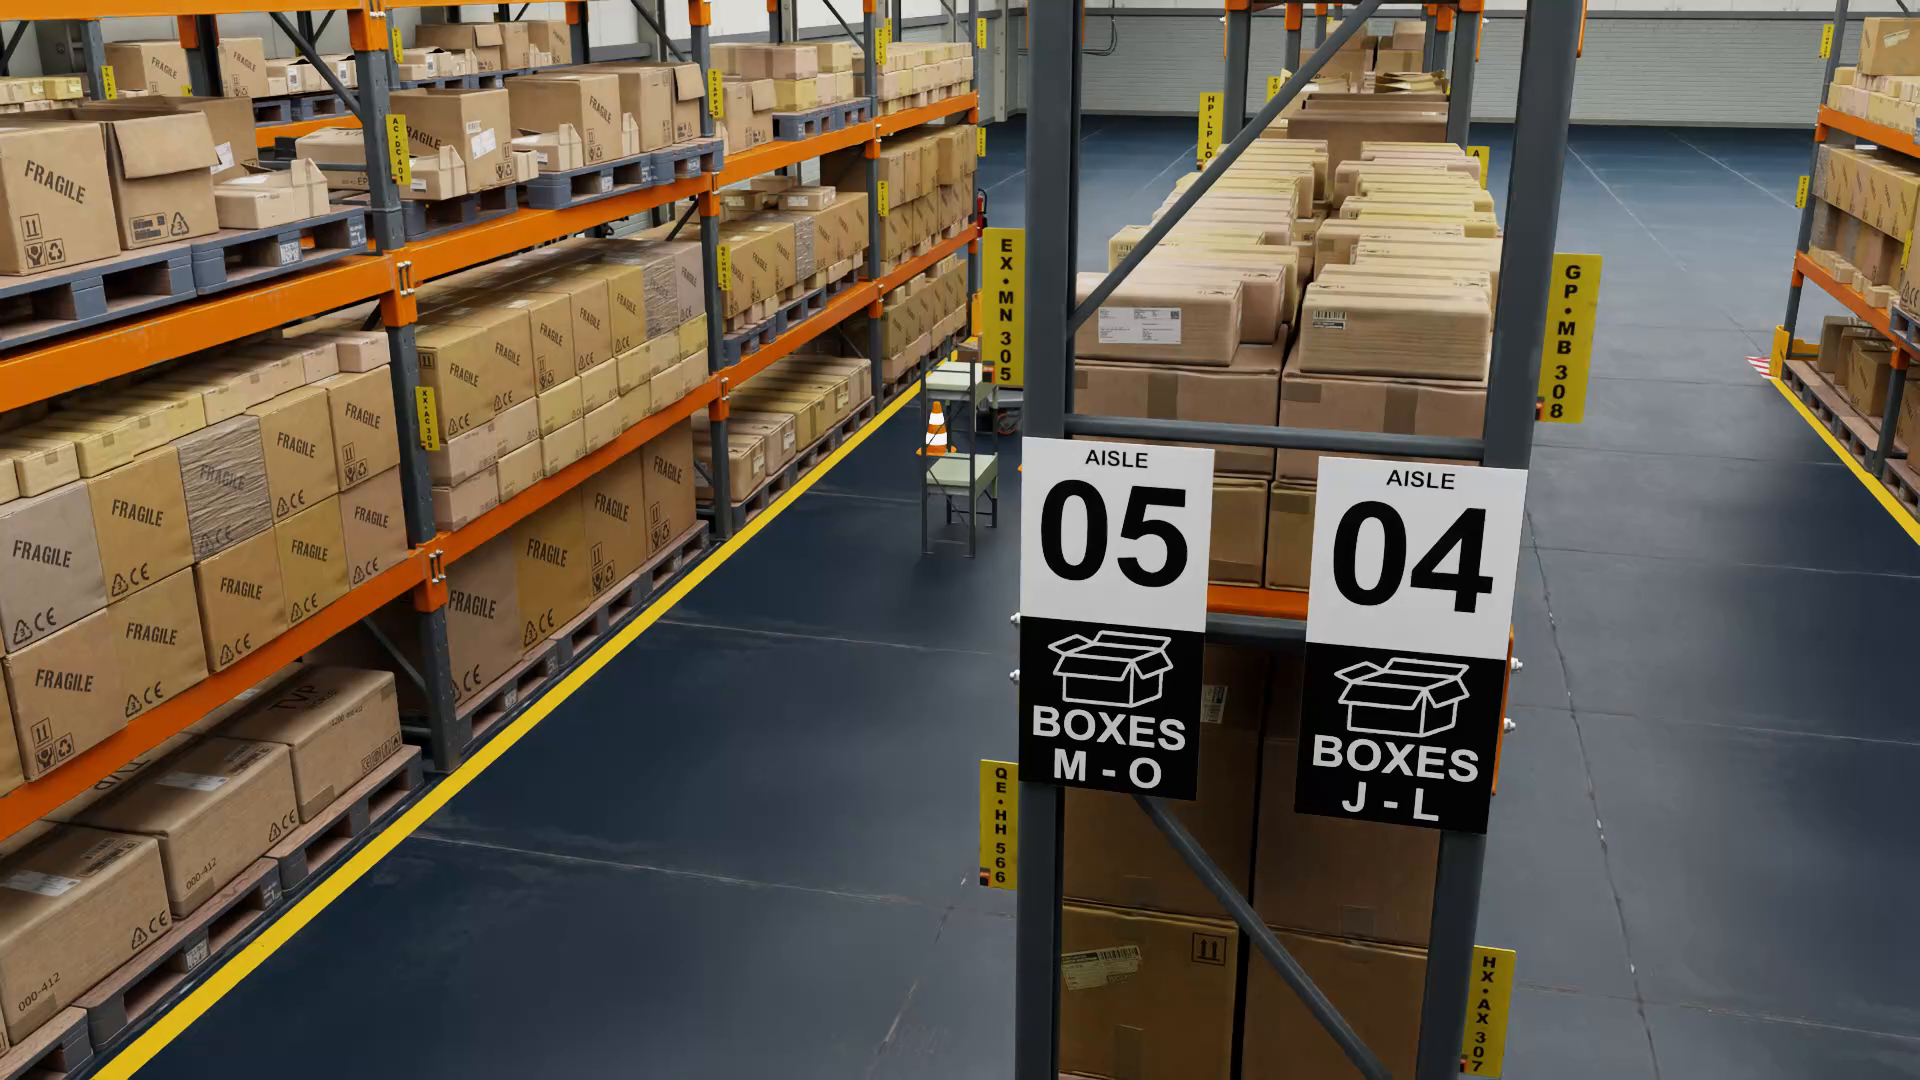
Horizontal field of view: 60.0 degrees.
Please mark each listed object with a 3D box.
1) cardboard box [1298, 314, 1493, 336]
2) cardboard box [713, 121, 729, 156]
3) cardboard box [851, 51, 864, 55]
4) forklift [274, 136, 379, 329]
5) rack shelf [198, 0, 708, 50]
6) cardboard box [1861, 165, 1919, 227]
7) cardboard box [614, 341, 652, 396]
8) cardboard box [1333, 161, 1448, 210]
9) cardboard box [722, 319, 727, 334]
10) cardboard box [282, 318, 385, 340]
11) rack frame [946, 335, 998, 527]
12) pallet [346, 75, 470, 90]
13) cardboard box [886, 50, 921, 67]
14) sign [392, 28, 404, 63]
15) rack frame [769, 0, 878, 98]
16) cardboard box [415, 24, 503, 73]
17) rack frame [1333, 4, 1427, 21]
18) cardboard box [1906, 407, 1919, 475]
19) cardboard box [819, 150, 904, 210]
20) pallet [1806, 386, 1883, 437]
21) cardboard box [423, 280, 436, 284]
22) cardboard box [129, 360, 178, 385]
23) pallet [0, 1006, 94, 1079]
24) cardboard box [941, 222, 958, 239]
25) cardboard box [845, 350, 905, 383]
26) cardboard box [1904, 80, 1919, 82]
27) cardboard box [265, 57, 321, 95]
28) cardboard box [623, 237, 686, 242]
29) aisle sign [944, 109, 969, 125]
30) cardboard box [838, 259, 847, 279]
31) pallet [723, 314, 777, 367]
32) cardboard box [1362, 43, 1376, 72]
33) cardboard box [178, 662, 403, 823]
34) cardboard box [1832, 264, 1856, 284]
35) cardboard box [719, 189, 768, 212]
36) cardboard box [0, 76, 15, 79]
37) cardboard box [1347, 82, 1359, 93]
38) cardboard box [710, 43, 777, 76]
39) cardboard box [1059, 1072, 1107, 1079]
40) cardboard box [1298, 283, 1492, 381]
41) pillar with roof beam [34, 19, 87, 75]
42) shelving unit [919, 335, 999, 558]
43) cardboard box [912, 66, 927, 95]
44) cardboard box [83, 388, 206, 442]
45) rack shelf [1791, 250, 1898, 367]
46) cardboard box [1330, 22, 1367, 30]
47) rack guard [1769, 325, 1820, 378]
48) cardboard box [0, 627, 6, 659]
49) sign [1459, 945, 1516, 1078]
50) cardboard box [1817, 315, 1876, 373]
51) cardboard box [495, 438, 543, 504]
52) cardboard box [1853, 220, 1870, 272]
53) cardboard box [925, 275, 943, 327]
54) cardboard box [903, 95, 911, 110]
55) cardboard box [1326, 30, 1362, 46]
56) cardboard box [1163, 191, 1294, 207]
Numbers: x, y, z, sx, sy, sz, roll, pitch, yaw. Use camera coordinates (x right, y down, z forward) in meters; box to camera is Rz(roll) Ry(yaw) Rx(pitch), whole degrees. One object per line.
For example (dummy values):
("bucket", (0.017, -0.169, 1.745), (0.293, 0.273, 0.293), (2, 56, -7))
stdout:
("cardboard box", (1.114, -0.459, 4.208), (0.500, 0.250, 0.500), (4, 19, 13))
("cardboard box", (-1.937, -2.981, 12.341), (0.396, 0.266, 0.258), (5, 19, 13))
("cardboard box", (-1.159, -4.836, 16.719), (0.380, 0.149, 0.250), (4, 19, 12))
("forklift", (-5.264, -1.782, 13.369), (3.031, 2.935, 1.130), (9, 21, 24))
("rack shelf", (-2.730, -3.142, 9.696), (1.077, 0.370, 4.000), (5, 19, 13))
("cardboard box", (8.432, -3.068, 14.868), (0.500, 0.500, 0.500), (5, 19, 13))
("cardboard box", (-2.341, -1.130, 10.815), (0.500, 0.250, 0.500), (4, 19, 12))
("cardboard box", (1.542, -1.264, 5.949), (0.380, 0.149, 0.250), (5, 20, 15))
("cardboard box", (-1.982, -1.627, 12.548), (0.380, 0.149, 0.250), (4, 19, 10))
("cardboard box", (-3.353, -0.886, 8.940), (0.500, 0.500, 0.500), (5, 20, 15))
("rack frame", (0.091, -0.827, 12.787), (0.400, 1.500, 0.023), (5, 19, 13))
("pallet", (-5.895, -4.751, 17.453), (1.003, 0.211, 1.213), (5, 19, 13))
("cardboard box", (-0.606, -4.877, 16.839), (0.380, 0.149, 0.250), (4, 19, 13))
("sign", (-5.550, -4.878, 16.399), (0.100, 0.325, 0.005), (5, 19, 13))
("rack frame", (-1.264, -5.552, 15.021), (1.000, 3.000, 0.127), (5, 19, 13))
("cardboard box", (-5.500, -5.421, 18.313), (0.797, 0.503, 0.637), (5, 20, 15))
("rack frame", (4.538, -6.447, 17.640), (1.000, 3.000, 0.127), (5, 19, 13))
("cardboard box", (8.174, -0.765, 13.474), (0.700, 0.500, 0.500), (3, 19, 9))
("cardboard box", (-0.947, -3.495, 16.119), (0.700, 0.500, 0.500), (4, 19, 13))
("pallet", (8.771, -1.208, 15.898), (1.003, 0.211, 1.213), (5, 19, 13))
("cardboard box", (-5.656, -2.602, 17.722), (0.500, 0.250, 0.500), (4, 19, 13))
("cardboard box", (-3.737, -0.717, 7.440), (0.380, 0.149, 0.250), (5, 19, 13))
("pallet", (-4.077, 2.111, 6.182), (1.003, 0.211, 1.213), (5, 19, 13))
("cardboard box", (-0.242, -3.464, 18.578), (0.380, 0.149, 0.250), (5, 19, 14))
("cardboard box", (-0.858, -1.775, 16.847), (0.500, 0.250, 0.500), (4, 19, 11))
("cardboard box", (8.453, -3.918, 14.493), (0.380, 0.149, 0.250), (5, 20, 15))
("cardboard box", (-6.207, -4.241, 15.156), (0.500, 0.311, 0.500), (4, 19, 12))
("cardboard box", (-2.400, -2.011, 12.670), (0.500, 0.500, 0.500), (4, 19, 12))
("aisle sign", (0.009, -5.194, 19.231), (0.394, 0.787, 0.004), (5, 19, 13))
("cardboard box", (-1.232, -2.445, 14.945), (0.380, 0.149, 0.250), (4, 19, 12))
("pallet", (-2.171, -1.601, 13.030), (1.213, 0.211, 1.003), (5, 19, 13))
("cardboard box", (3.680, -4.579, 15.780), (0.500, 0.250, 0.500), (4, 19, 13))
("cardboard box", (-3.476, 0.996, 8.445), (0.875, 0.438, 0.875), (4, 19, 13))
("cardboard box", (8.561, -2.533, 15.850), (0.380, 0.149, 0.250), (5, 19, 13))
("cardboard box", (-1.888, -2.939, 14.384), (0.380, 0.149, 0.250), (6, 20, 16))
("cardboard box", (-7.414, -3.435, 12.618), (0.380, 0.149, 0.250), (4, 19, 11))
("cardboard box", (2.548, -3.075, 11.743), (0.500, 0.311, 0.500), (5, 19, 13))
("cardboard box", (-1.908, -4.189, 14.479), (0.500, 0.250, 0.500), (4, 19, 12))
("cardboard box", (0.434, 1.401, 4.333), (0.380, 0.149, 0.250), (5, 19, 13))
("cardboard box", (0.928, -0.450, 3.566), (0.380, 0.149, 0.250), (4, 19, 13))
("pillar with roof beam", (-3.437, -4.829, 12.904), (9.100, 9.000, 0.400), (5, 19, 13))
("shelving unit", (0.002, -0.712, 12.451), (0.431, 1.500, 0.755), (5, 19, 13))
("cardboard box", (-0.639, -4.637, 16.755), (0.500, 0.250, 0.500), (5, 19, 14))
("cardboard box", (-3.359, -0.516, 6.853), (0.380, 0.149, 0.250), (4, 19, 12))
("rack shelf", (8.834, -2.217, 15.651), (1.077, 0.370, 4.000), (5, 19, 13))
("cardboard box", (4.023, -5.294, 17.255), (0.380, 0.149, 0.250), (4, 19, 13))
("rack guard", (9.304, -1.978, 17.705), (1.175, 0.500, 0.348), (5, 19, 13))
("cardboard box", (-3.683, 0.237, 5.652), (0.500, 0.500, 0.500), (4, 19, 12))
("sign", (1.155, 1.040, 3.662), (0.100, 0.325, 0.005), (5, 19, 13))
("cardboard box", (9.154, -2.006, 17.137), (0.500, 0.500, 0.500), (9, 21, 23))
("cardboard box", (-2.730, -0.414, 9.492), (0.500, 0.250, 0.500), (4, 19, 12))
("cardboard box", (8.858, -2.727, 15.416), (0.875, 0.500, 0.500), (5, 19, 13))
("cardboard box", (-0.484, -2.626, 18.180), (0.500, 0.500, 0.500), (4, 19, 12))
("cardboard box", (-0.703, -4.415, 16.720), (0.380, 0.149, 0.250), (4, 19, 12))
("cardboard box", (3.403, -4.497, 14.923), (0.380, 0.149, 0.250), (5, 19, 13))
("cardboard box", (0.822, -0.975, 5.102), (0.380, 0.149, 0.250), (4, 19, 12))
